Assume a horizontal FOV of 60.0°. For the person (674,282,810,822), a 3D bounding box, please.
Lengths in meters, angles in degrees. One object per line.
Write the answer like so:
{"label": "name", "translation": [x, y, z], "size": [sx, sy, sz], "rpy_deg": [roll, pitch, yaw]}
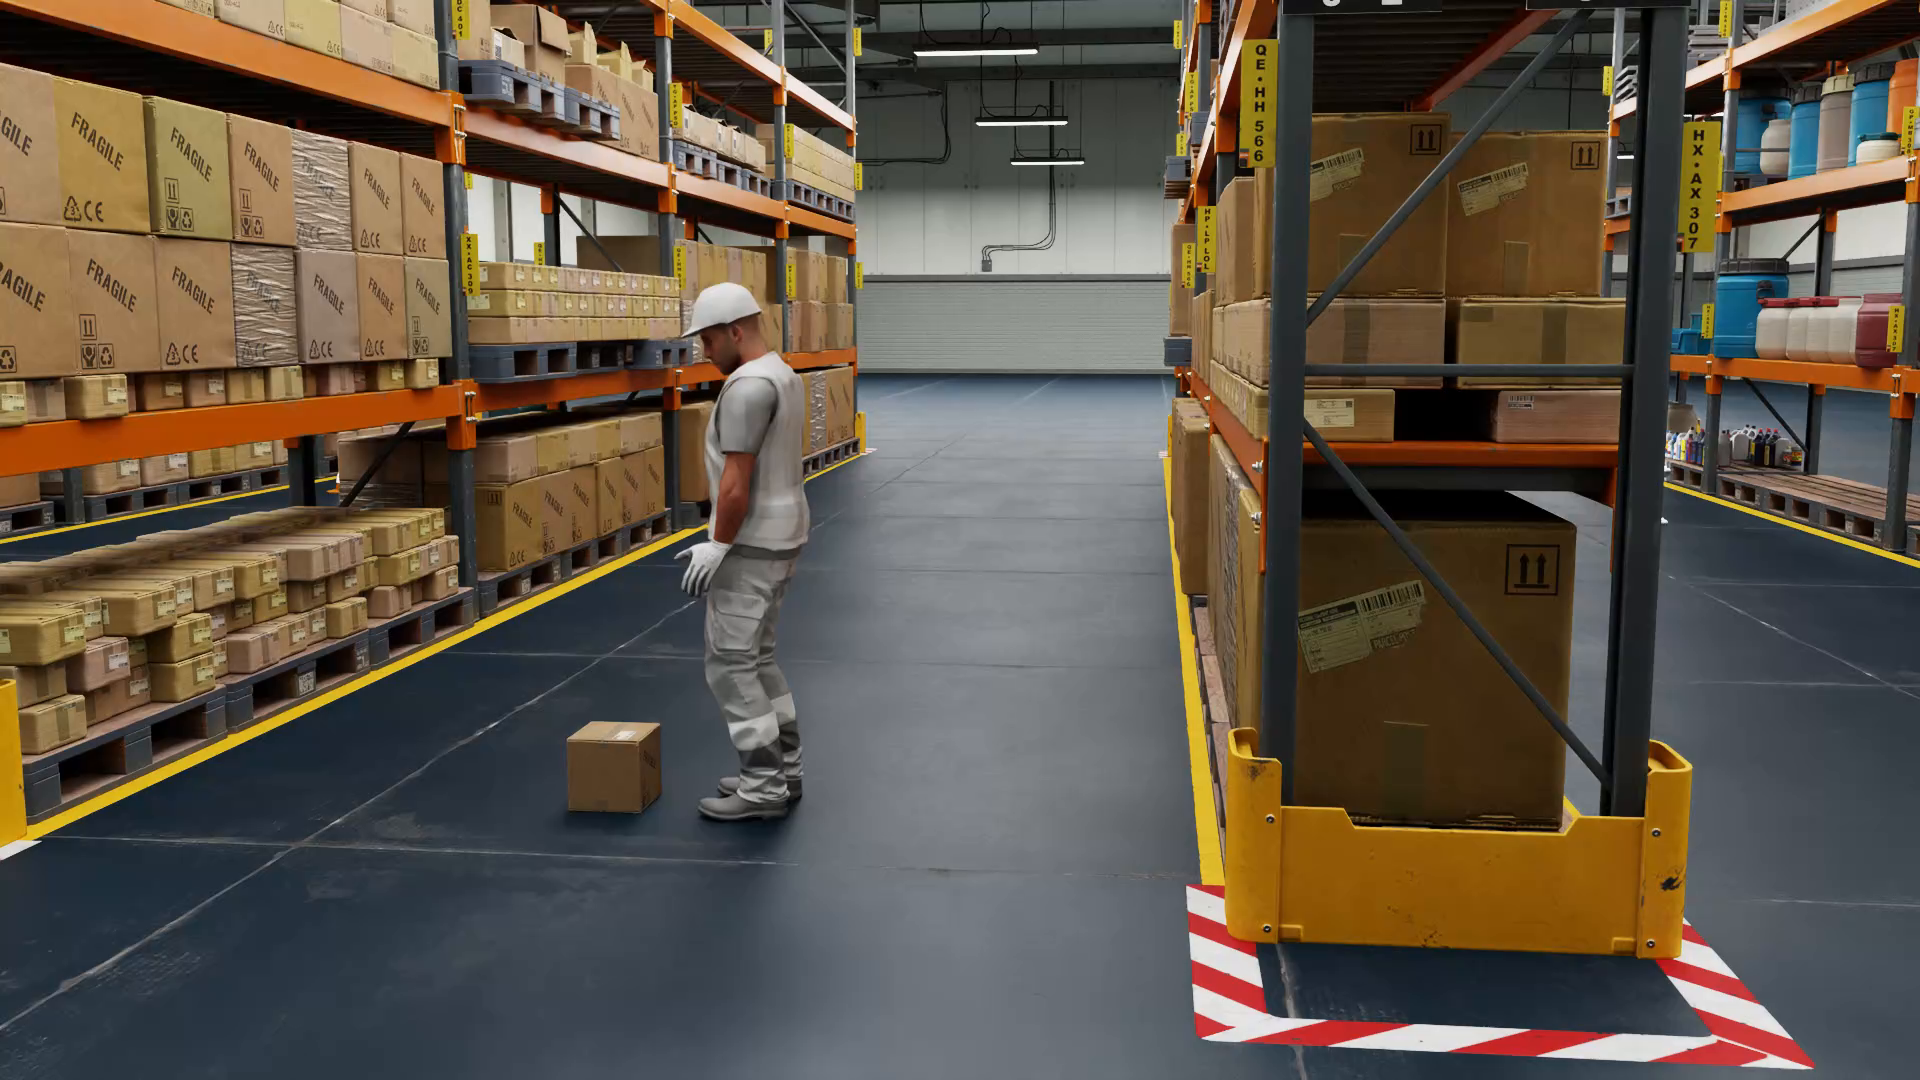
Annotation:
{"label": "person", "translation": [-0.713, 0.037, 5.514], "size": [0.400, 1.762, 0.535], "rpy_deg": [1, 8, 7]}
